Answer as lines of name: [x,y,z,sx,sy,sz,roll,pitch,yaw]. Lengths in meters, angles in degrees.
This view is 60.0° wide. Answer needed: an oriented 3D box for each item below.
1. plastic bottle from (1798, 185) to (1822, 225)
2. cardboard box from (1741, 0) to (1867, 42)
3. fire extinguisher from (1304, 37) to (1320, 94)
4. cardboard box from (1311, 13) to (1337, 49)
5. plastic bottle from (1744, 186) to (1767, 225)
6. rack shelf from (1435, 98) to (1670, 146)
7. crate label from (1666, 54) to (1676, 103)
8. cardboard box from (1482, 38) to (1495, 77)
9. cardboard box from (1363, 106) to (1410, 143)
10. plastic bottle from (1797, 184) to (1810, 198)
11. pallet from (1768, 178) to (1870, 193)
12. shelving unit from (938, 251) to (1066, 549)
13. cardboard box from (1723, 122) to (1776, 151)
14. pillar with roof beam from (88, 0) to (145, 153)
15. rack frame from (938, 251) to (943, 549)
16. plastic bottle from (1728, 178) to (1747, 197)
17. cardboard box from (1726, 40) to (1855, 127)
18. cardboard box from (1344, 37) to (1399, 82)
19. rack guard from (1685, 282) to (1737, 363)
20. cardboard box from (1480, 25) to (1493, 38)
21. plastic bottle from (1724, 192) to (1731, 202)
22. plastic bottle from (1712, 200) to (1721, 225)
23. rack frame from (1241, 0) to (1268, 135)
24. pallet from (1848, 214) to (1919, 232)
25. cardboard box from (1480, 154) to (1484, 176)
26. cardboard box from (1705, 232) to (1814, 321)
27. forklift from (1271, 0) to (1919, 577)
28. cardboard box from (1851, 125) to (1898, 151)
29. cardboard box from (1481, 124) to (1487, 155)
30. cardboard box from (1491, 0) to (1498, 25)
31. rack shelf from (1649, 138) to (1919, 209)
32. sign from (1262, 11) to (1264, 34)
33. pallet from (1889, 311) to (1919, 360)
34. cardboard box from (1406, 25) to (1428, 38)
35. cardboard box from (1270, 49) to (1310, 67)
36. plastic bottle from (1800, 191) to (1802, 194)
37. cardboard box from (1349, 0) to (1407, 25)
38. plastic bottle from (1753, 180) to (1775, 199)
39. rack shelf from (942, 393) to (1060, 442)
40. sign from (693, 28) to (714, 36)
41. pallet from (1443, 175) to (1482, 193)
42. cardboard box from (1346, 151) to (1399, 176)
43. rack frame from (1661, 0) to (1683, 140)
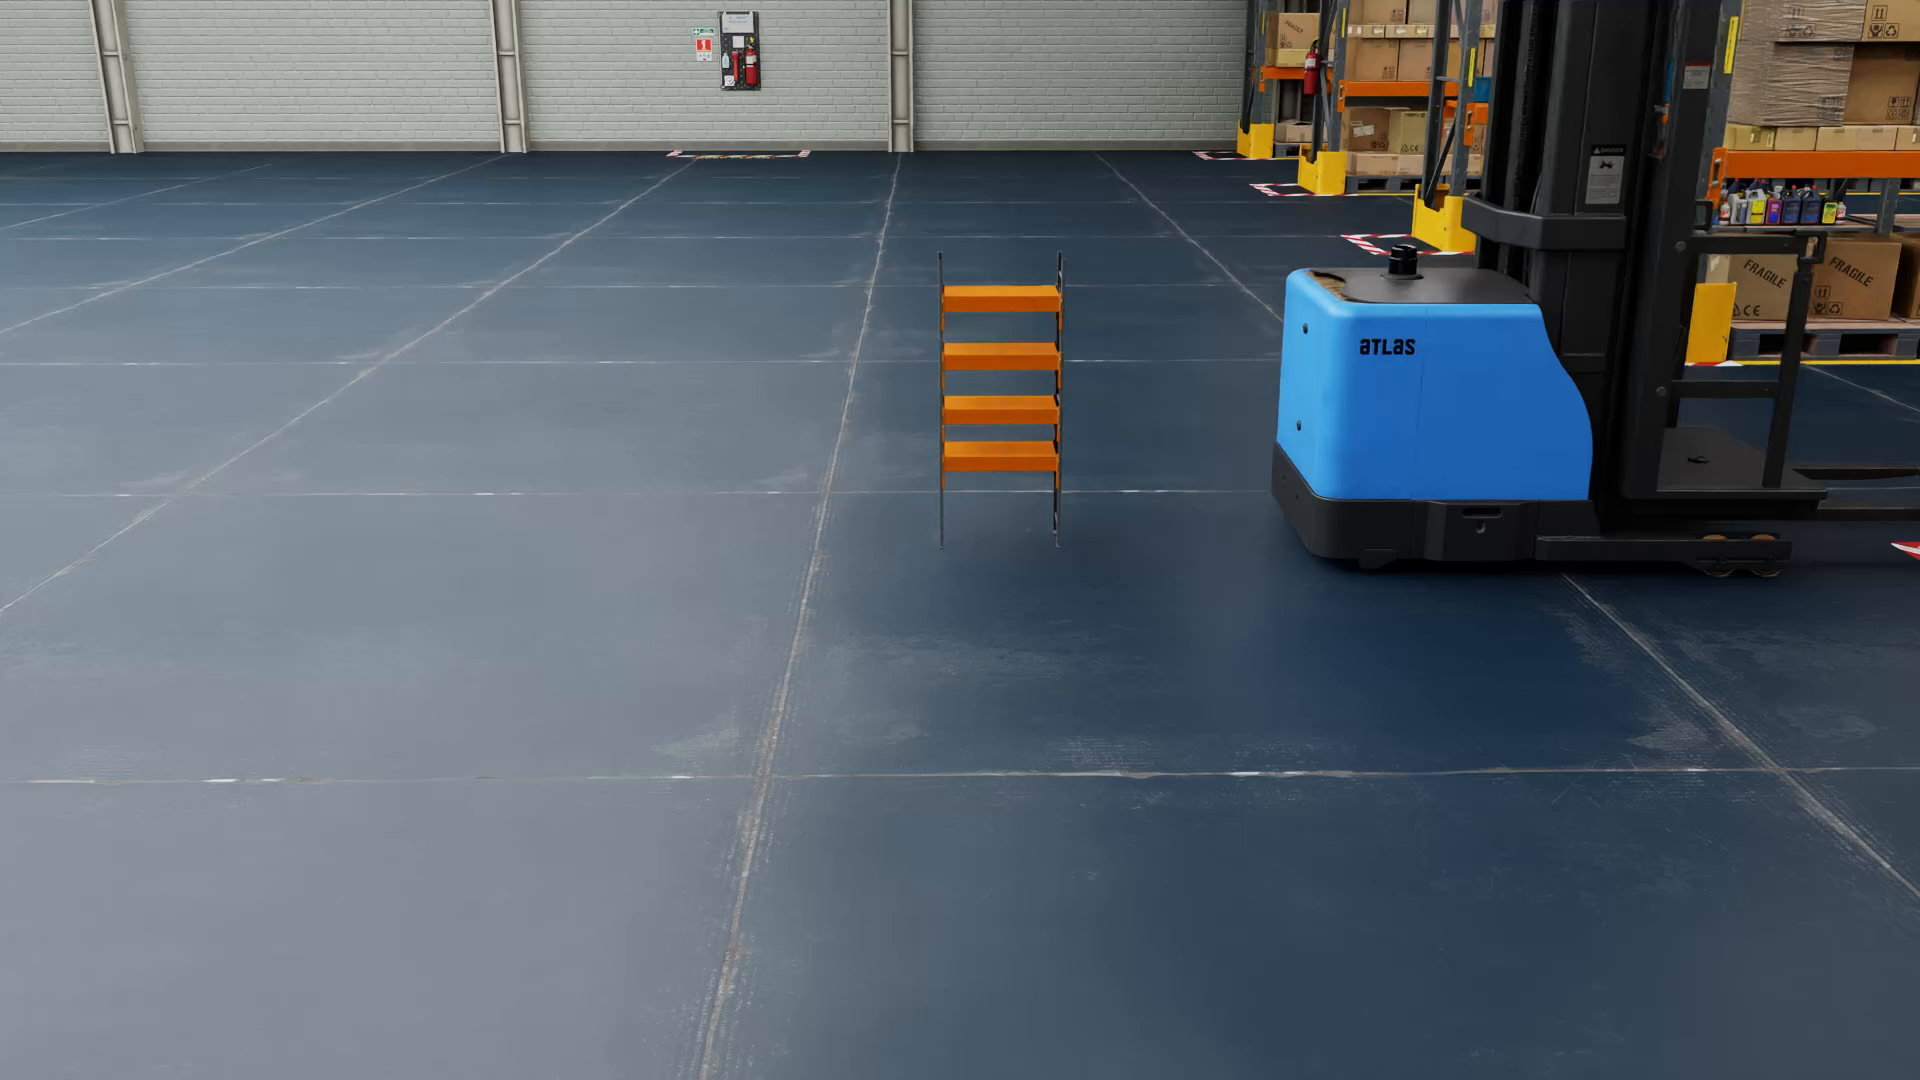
plastic bottle: [7.911,-3.122,15.484,0.185,0.351,0.144,-1,18,-2]
cardboard box: [5.183,-3.317,10.190,0.500,0.500,0.500,0,18,-1]
fire extinguisher: [4.351,-5.863,20.539,0.183,0.674,0.296,0,18,-1]
cardboard box: [5.371,-7.476,24.427,0.500,0.500,0.500,0,18,-1]
plastic bottle: [7.396,-3.119,15.476,0.185,0.351,0.144,0,18,-1]
rack shelf: [6.550,-3.912,15.511,4.000,0.370,1.077,0,18,-1]
crate label: [6.387,-4.354,15.650,0.616,0.435,0.502,0,18,-1]
cardboard box: [6.491,-5.812,20.092,0.500,0.500,0.700,0,18,1]
cardboard box: [6.392,-6.257,25.014,0.500,0.500,0.700,-1,18,-4]
plastic bottle: [7.908,-3.166,15.621,0.185,0.351,0.144,0,18,-1]
pallet: [10.434,-4.472,20.642,1.213,0.211,1.003,0,18,-1]
shelving unit: [0.166,-0.572,6.867,0.503,1.200,0.258,0,18,-1]
cardboard box: [4.917,-2.541,10.471,0.250,0.149,0.380,0,18,-1]
pillar with roof beam: [-12.849,-8.994,20.351,0.400,9.000,9.100,0,18,-1]
rack frame: [-0.078,-0.571,6.863,0.015,1.200,0.240,0,18,-1]
plastic bottle: [7.548,-3.335,16.148,0.185,0.351,0.144,-1,18,-3]
cardboard box: [5.179,-2.916,10.576,0.500,0.500,0.875,0,18,-1]
cardboard box: [4.943,-5.804,20.066,0.500,0.500,0.700,0,18,-1]
rack guard: [4.705,-1.543,11.038,0.348,0.500,1.175,0,18,-1]
cardboard box: [6.159,-6.058,19.795,0.250,0.149,0.380,-1,18,-2]
plastic bottle: [7.231,-3.120,15.589,0.133,0.283,0.061,0,18,-1]
plastic bottle: [7.014,-3.072,15.460,0.097,0.271,0.097,0,18,0]
rack frame: [4.394,-7.271,24.803,0.127,3.000,1.000,0,18,-1]
pallet: [9.335,-2.952,15.905,1.213,0.211,1.003,0,18,-1]
cardboard box: [6.516,-4.590,20.260,0.500,0.250,0.500,0,18,-1]
cardboard box: [5.253,-1.740,10.966,0.500,0.500,0.500,3,18,9]
forklift: [2.913,-1.412,6.649,3.031,2.935,1.130,0,18,0]
cardboard box: [5.668,-2.541,10.469,0.250,0.149,0.380,0,18,-1]
cardboard box: [6.516,-4.947,20.144,0.500,0.500,0.500,0,18,-1]
cardboard box: [6.527,-6.431,19.898,0.500,0.500,0.700,0,18,-1]
rack shelf: [6.628,-2.400,10.795,4.000,0.370,1.077,0,18,-1]
sign: [4.403,-7.518,24.154,0.005,0.325,0.100,0,18,-1]
pallet: [6.734,-1.403,11.076,1.213,0.211,1.003,0,18,-1]
cardboard box: [5.385,-6.054,19.782,0.250,0.149,0.380,0,18,-1]
cardboard box: [4.887,-7.114,24.528,0.500,0.250,0.500,-1,18,-2]
plastic bottle: [8.224,-3.307,16.193,0.097,0.271,0.097,0,18,0]
cardboard box: [4.996,-6.422,19.869,0.500,0.500,0.700,0,18,-1]
plastic bottle: [7.739,-3.291,16.014,0.185,0.351,0.144,0,18,-1]
rack shelf: [0.166,-0.508,6.887,0.480,0.148,0.258,0,18,-1]
sign: [-3.940,-7.805,25.541,0.331,0.109,0.001,0,18,-1]
pallet: [6.457,-4.452,20.580,1.213,0.211,1.003,0,18,-1]
cardboard box: [5.016,-4.583,20.239,0.500,0.250,0.500,0,18,-1]
rack frame: [8.476,-5.777,20.147,0.127,3.000,1.000,0,18,-1]
